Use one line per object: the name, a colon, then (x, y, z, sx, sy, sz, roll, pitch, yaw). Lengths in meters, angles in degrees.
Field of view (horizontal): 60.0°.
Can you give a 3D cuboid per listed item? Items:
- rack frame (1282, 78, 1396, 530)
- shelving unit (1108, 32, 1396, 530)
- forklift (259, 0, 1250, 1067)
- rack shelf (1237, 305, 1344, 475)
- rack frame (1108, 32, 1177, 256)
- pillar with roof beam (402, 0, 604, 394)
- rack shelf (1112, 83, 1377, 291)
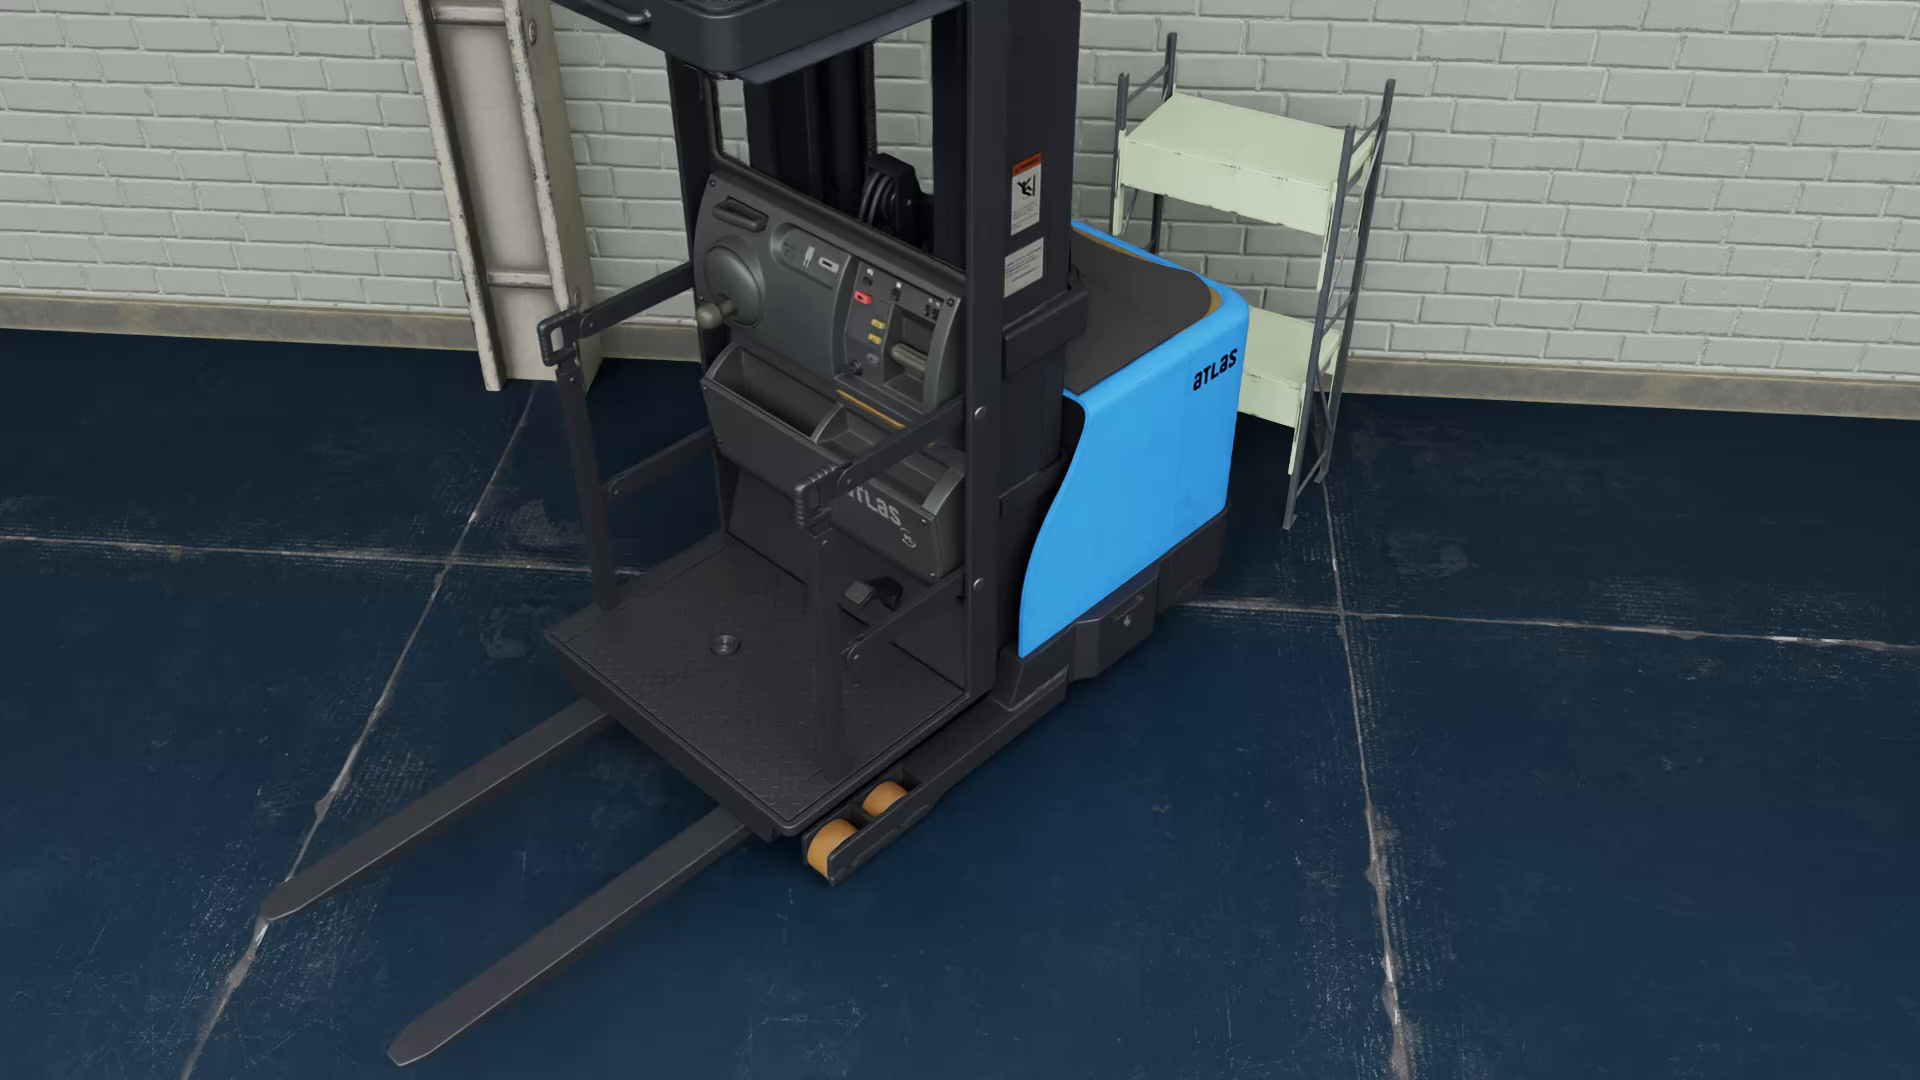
rack frame: (1.233, -0.728, 5.456, 0.023, 1.500, 0.400, 20, 43, 23)
shelving unit: (0.915, -0.842, 5.597, 0.755, 1.500, 0.431, 20, 43, 23)
forklift: (-0.502, -0.567, 4.125, 1.130, 2.935, 3.031, 31, 48, 32)
rack shelf: (0.915, -0.589, 5.802, 0.720, 0.370, 0.431, 20, 43, 23)
rack frame: (0.597, -0.957, 5.737, 0.023, 1.500, 0.400, 20, 43, 23)
pillar with roof beam: (-2.005, -1.451, 0.404, 0.400, 9.000, 9.100, 3, 39, 4)
rack shelf: (0.915, -1.145, 5.350, 0.720, 0.370, 0.431, 20, 43, 23)
